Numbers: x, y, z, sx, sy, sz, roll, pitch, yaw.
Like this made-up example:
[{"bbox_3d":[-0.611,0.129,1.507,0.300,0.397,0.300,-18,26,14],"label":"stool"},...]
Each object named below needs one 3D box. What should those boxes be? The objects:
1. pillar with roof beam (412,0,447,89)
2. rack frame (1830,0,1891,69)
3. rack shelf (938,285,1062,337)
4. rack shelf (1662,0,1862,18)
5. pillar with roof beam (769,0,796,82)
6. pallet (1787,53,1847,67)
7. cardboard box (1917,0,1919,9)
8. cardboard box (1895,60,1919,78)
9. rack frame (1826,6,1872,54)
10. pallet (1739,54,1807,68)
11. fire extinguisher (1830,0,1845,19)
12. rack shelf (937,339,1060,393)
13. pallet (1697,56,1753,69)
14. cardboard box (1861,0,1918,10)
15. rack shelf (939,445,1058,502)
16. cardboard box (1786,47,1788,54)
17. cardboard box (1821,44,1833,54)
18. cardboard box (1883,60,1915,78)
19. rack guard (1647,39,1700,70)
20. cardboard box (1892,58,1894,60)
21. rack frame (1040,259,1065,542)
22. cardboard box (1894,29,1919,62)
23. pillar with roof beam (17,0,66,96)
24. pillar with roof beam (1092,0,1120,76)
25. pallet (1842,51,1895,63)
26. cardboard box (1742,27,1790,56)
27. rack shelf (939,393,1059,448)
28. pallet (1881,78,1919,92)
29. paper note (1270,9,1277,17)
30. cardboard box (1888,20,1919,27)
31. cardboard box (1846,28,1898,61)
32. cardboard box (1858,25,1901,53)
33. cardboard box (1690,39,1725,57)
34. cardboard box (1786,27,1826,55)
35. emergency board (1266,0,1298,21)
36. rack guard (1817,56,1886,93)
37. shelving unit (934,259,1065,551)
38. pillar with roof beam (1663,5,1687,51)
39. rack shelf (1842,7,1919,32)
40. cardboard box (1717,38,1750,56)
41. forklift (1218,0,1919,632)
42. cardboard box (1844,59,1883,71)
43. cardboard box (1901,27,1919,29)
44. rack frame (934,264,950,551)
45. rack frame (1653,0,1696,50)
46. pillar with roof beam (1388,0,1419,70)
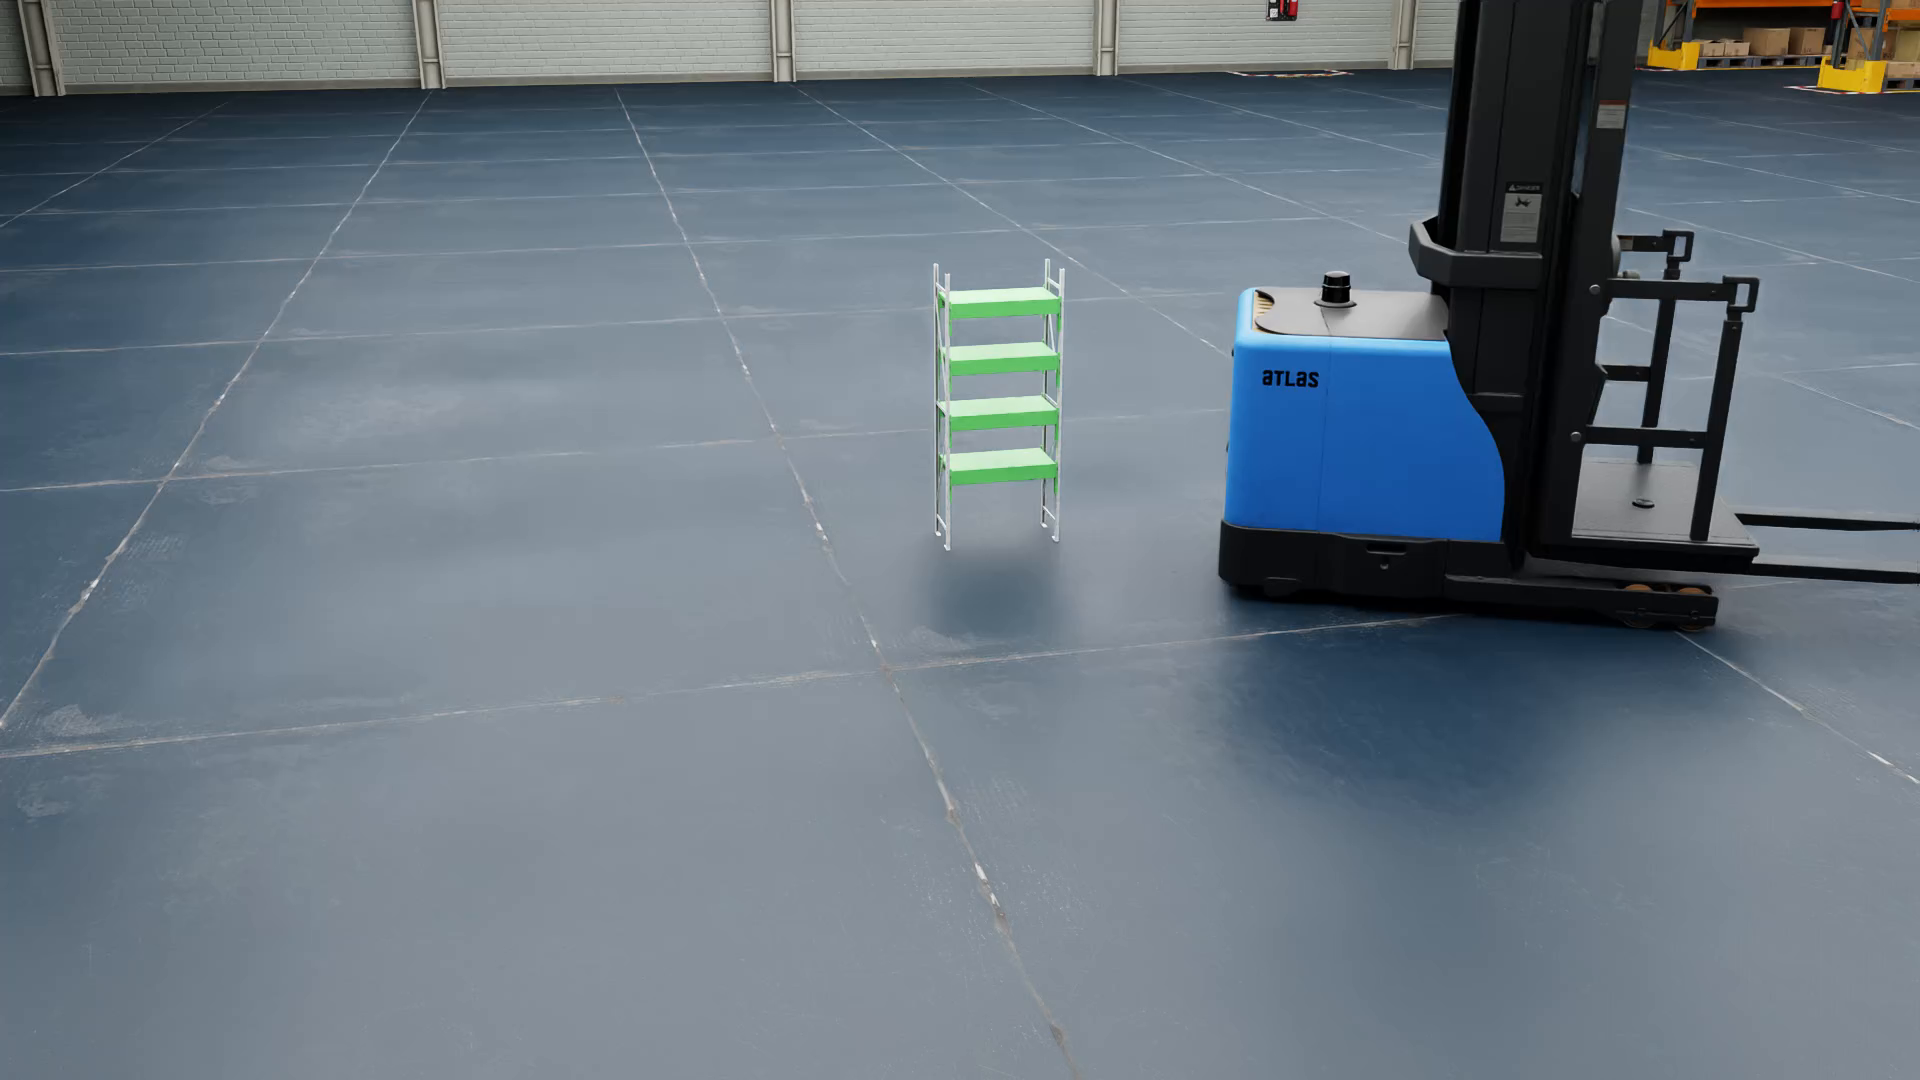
[{"bbox_3d":[-7.989,-10.504,22.907,0.400,9.000,9.100,-5,21,-12],"label":"pillar with roof beam"},{"bbox_3d":[15.038,-9.025,27.591,0.127,3.000,1.000,-5,21,-12],"label":"rack frame"},{"bbox_3d":[0.161,-0.967,7.001,0.480,0.148,0.258,-5,21,-12],"label":"rack shelf"},{"bbox_3d":[15.841,-10.504,32.673,4.000,0.370,1.077,-5,21,-12],"label":"rack shelf"},{"bbox_3d":[-2.150,-10.979,24.204,0.400,9.000,9.100,-5,21,-12],"label":"pillar with roof beam"},{"bbox_3d":[17.142,-9.625,33.284,1.213,0.211,1.003,-5,21,-12],"label":"pallet"},{"bbox_3d":[16.005,-9.148,27.781,0.500,0.500,0.700,-4,21,-11],"label":"cardboard box"},{"bbox_3d":[16.097,-7.940,28.016,0.500,0.250,0.500,-5,21,-12],"label":"cardboard box"},{"bbox_3d":[17.787,-11.000,32.981,0.127,3.000,1.000,-5,21,-12],"label":"rack frame"},{"bbox_3d":[15.952,-9.527,33.017,1.213,0.211,1.003,-5,21,-12],"label":"pallet"},{"bbox_3d":[14.816,-9.135,28.004,0.183,0.674,0.296,-5,21,-12],"label":"fire extinguisher"},{"bbox_3d":[0.161,-0.742,7.083,0.480,0.148,0.258,-5,21,-12],"label":"rack shelf"},{"bbox_3d":[14.767,-9.432,32.756,1.213,0.211,1.003,-5,21,-12],"label":"pallet"},{"bbox_3d":[15.495,-9.105,27.663,0.500,0.500,0.700,-5,21,-12],"label":"cardboard box"},{"bbox_3d":[0.161,-0.291,7.249,0.480,0.148,0.258,-5,21,-12],"label":"rack shelf"},{"bbox_3d":[16.226,-9.748,33.069,0.250,0.149,0.380,-6,21,-17],"label":"cardboard box"},{"bbox_3d":[17.273,-9.823,33.250,0.250,0.166,0.380,-7,21,-20],"label":"cardboard box"},{"bbox_3d":[15.611,-7.899,27.905,0.500,0.250,0.500,-5,21,-12],"label":"cardboard box"},{"bbox_3d":[13.968,-9.515,32.564,0.348,0.500,1.175,-5,21,-12],"label":"rack guard"},{"bbox_3d":[15.976,-8.116,28.497,0.500,0.250,0.500,-5,21,-12],"label":"cardboard box"},{"bbox_3d":[0.399,-0.596,7.197,0.015,1.200,0.240,-5,21,-12],"label":"rack frame"},{"bbox_3d":[16.097,-8.292,27.886,0.500,0.500,0.500,-5,21,-12],"label":"cardboard box"},{"bbox_3d":[-13.828,-10.029,21.611,0.400,9.000,9.100,-5,21,-12],"label":"pillar with roof beam"},{"bbox_3d":[3.689,-11.454,25.500,0.400,9.000,9.100,-5,21,-12],"label":"pillar with roof beam"},{"bbox_3d":[18.544,-9.752,33.631,1.213,0.211,1.003,-5,21,-12],"label":"pallet"},{"bbox_3d":[15.869,-9.827,32.775,0.500,0.500,0.700,-6,21,-16],"label":"cardboard box"},{"bbox_3d":[0.161,-0.516,7.166,0.480,0.148,0.258,-5,21,-12],"label":"rack shelf"},{"bbox_3d":[15.773,-7.790,28.275,1.213,0.211,1.003,-5,21,-12],"label":"pallet"},{"bbox_3d":[5.936,-9.966,31.440,0.142,0.148,0.016,-5,21,-12],"label":"paper note"},{"bbox_3d":[18.927,-10.484,33.479,0.500,0.250,0.500,-5,21,-14],"label":"cardboard box"},{"bbox_3d":[15.491,-8.425,28.251,0.500,0.500,0.500,-5,21,-12],"label":"cardboard box"},{"bbox_3d":[18.500,-10.096,33.510,0.500,0.500,0.700,-4,20,-11],"label":"cardboard box"},{"bbox_3d":[14.588,-9.652,32.571,0.500,0.311,0.500,-7,21,-19],"label":"cardboard box"},{"bbox_3d":[16.786,-9.937,33.075,0.500,0.500,0.500,-6,21,-17],"label":"cardboard box"},{"bbox_3d":[6.124,-10.370,31.263,0.643,1.169,0.194,-5,21,-12],"label":"emergency board"},{"bbox_3d":[15.015,-7.849,28.016,0.348,0.500,1.175,-5,21,-12],"label":"rack guard"},{"bbox_3d":[0.161,-0.576,7.144,0.503,1.200,0.258,-5,21,-12],"label":"shelving unit"},{"bbox_3d":[15.367,-12.404,28.093,0.400,9.000,9.100,-5,21,-12],"label":"pillar with roof beam"},{"bbox_3d":[16.984,-8.846,28.147,4.000,0.370,1.077,-5,21,-12],"label":"rack shelf"},{"bbox_3d":[15.143,-9.697,32.694,0.500,0.311,0.500,-3,20,-8],"label":"cardboard box"},{"bbox_3d":[2.609,-1.223,6.391,3.031,2.935,1.130,3,20,9],"label":"forklift"},{"bbox_3d":[15.492,-8.073,28.378,0.500,0.250,0.500,-5,21,-12],"label":"cardboard box"},{"bbox_3d":[16.461,-8.509,28.480,0.500,0.500,0.500,-5,21,-12],"label":"cardboard box"},{"bbox_3d":[-0.076,-0.557,7.091,0.015,1.200,0.240,-5,21,-12],"label":"rack frame"},{"bbox_3d":[13.894,-10.683,32.117,0.127,3.000,1.000,-5,21,-12],"label":"rack frame"},{"bbox_3d":[9.528,-11.929,26.797,0.400,9.000,9.100,-5,21,-12],"label":"pillar with roof beam"}]
